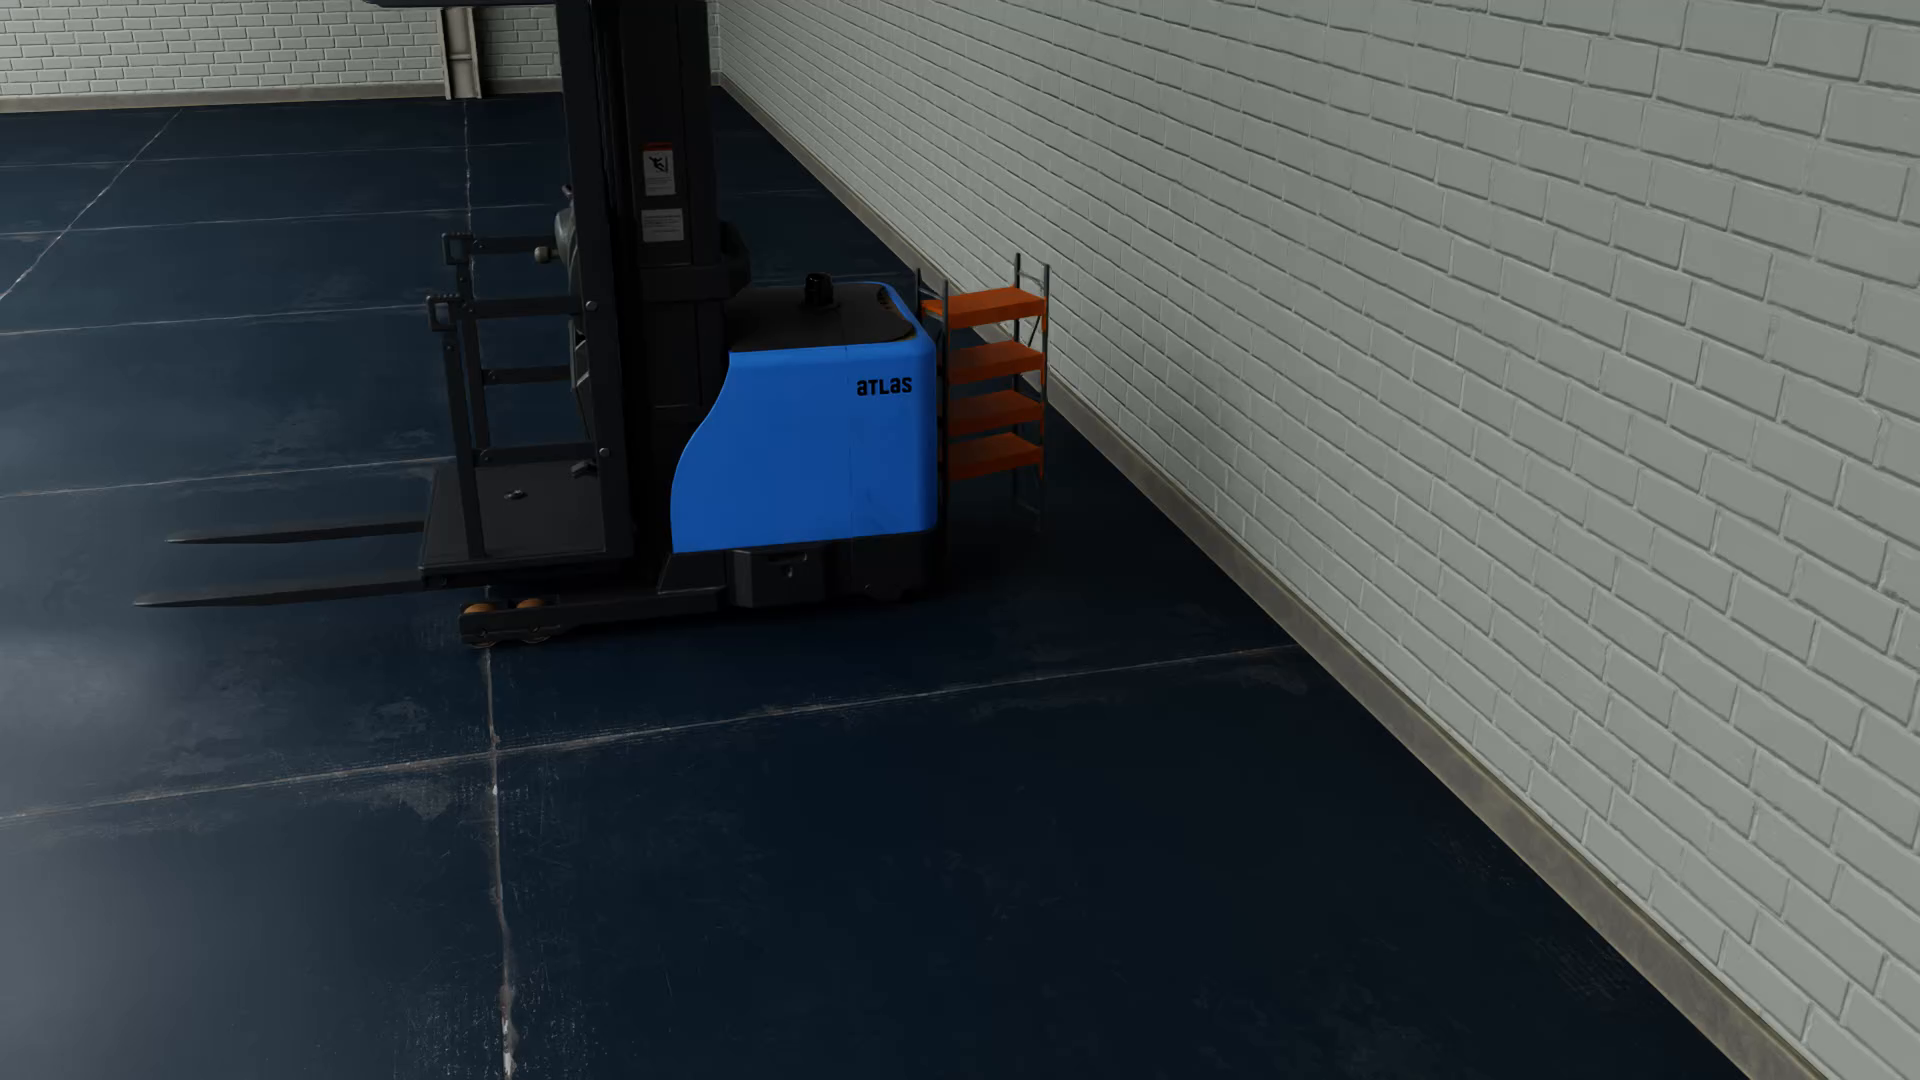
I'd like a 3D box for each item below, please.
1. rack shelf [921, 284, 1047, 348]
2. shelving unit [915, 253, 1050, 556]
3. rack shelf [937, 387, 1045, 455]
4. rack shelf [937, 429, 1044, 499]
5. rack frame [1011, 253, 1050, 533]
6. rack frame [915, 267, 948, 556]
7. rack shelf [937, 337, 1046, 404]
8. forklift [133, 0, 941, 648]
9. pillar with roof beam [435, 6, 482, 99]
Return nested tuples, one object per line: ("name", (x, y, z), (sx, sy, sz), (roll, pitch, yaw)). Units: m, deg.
("rack shelf", (0.092, -0.934, 6.906), (0.480, 0.148, 0.258), (-14, 27, -29))
("shelving unit", (0.091, -0.574, 7.063), (0.503, 1.200, 0.258), (-14, 27, -29))
("rack shelf", (0.091, -0.512, 7.090), (0.480, 0.148, 0.258), (-14, 27, -29))
("rack shelf", (0.090, -0.330, 7.169), (0.480, 0.148, 0.258), (-14, 27, -29))
("rack frame", (0.299, -0.624, 7.180), (0.015, 1.200, 0.240), (-14, 27, -29))
("rack frame", (-0.117, -0.523, 6.946), (0.015, 1.200, 0.240), (-14, 27, -29))
("rack shelf", (0.092, -0.717, 7.001), (0.480, 0.148, 0.258), (-14, 27, -29))
("forklift", (-1.648, -1.165, 6.249), (3.031, 2.935, 1.130), (-5, 24, -12))
("pillar with roof beam", (-4.544, -7.602, 13.556), (0.400, 9.000, 9.100), (-6, 24, -14))
